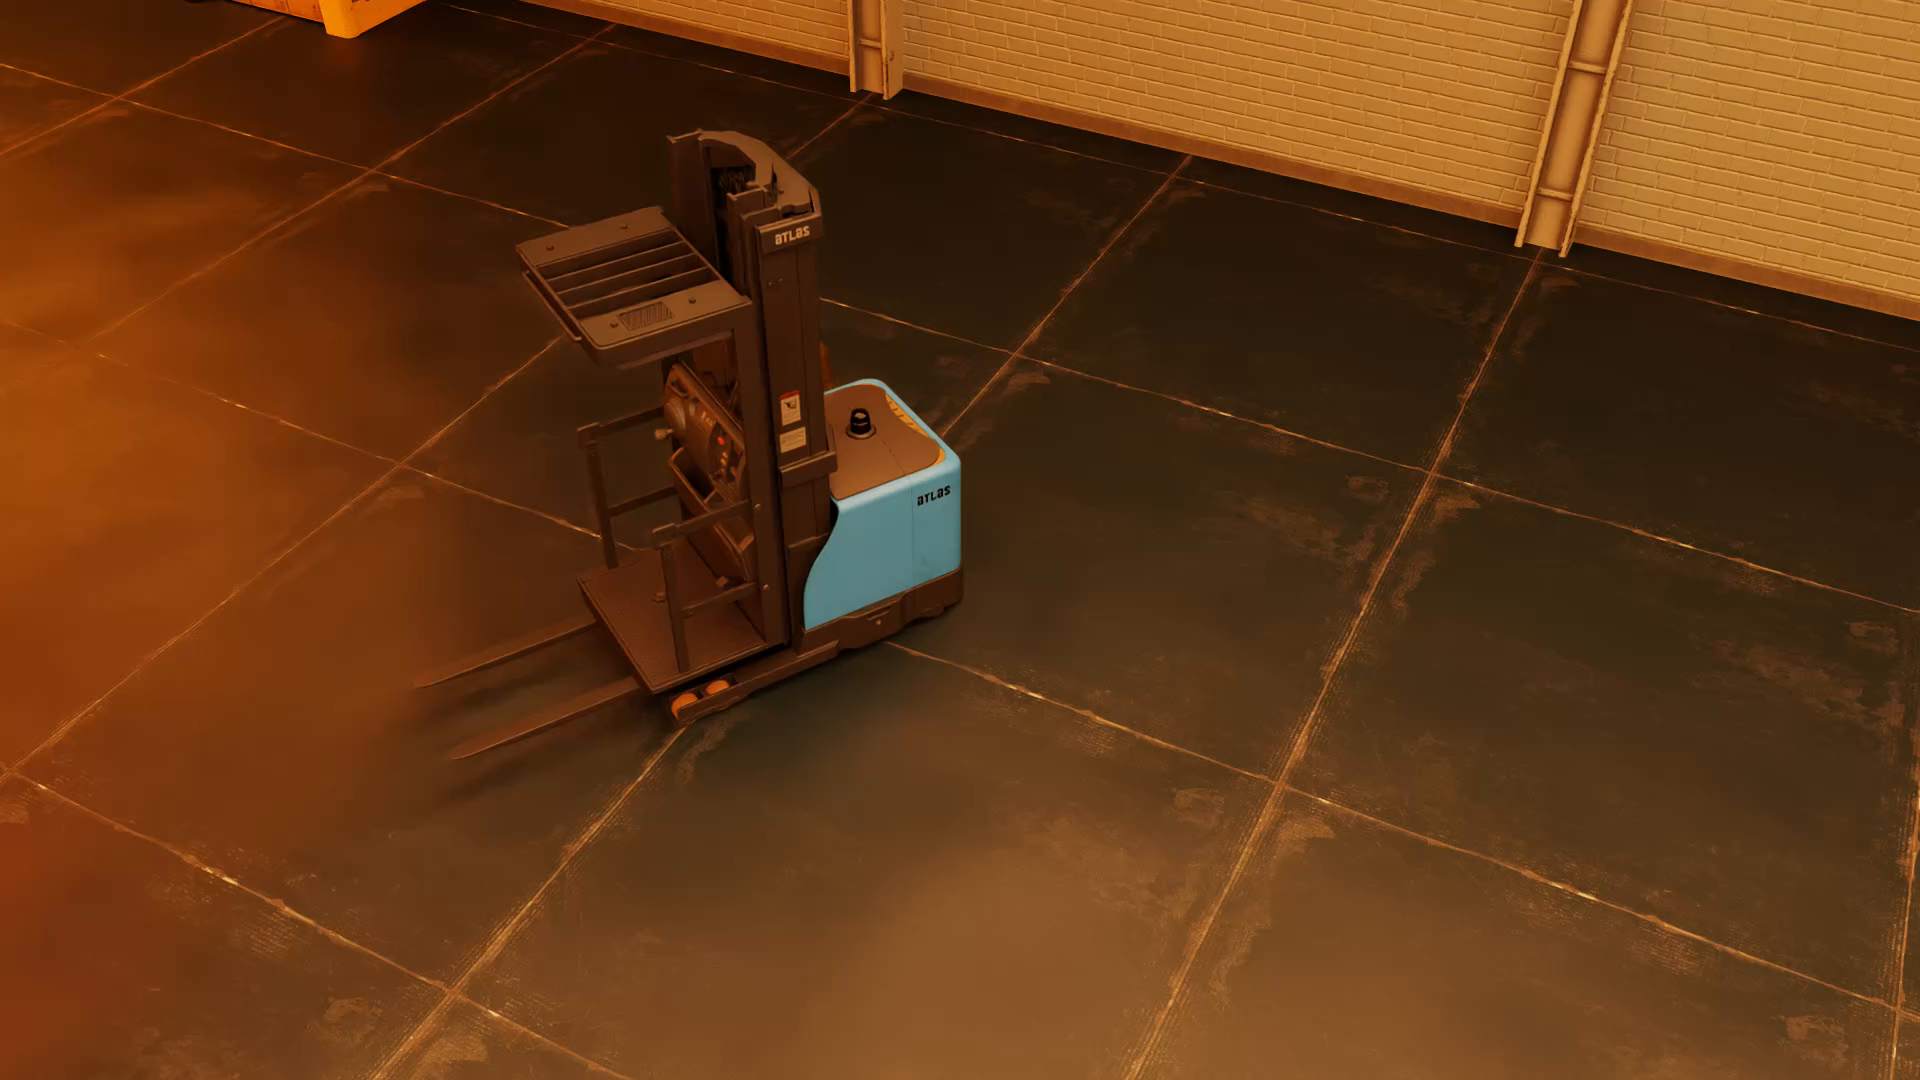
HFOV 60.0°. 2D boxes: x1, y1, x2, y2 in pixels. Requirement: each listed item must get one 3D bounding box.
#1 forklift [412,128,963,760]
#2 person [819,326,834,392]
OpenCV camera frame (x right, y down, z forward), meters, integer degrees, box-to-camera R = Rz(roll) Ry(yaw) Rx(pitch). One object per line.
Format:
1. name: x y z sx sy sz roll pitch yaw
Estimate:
1. forklift: -1.505 -0.510 8.592 3.031 2.935 1.130 -22 45 -24
2. person: -1.239 -1.238 10.614 0.898 1.561 0.711 12 41 13
